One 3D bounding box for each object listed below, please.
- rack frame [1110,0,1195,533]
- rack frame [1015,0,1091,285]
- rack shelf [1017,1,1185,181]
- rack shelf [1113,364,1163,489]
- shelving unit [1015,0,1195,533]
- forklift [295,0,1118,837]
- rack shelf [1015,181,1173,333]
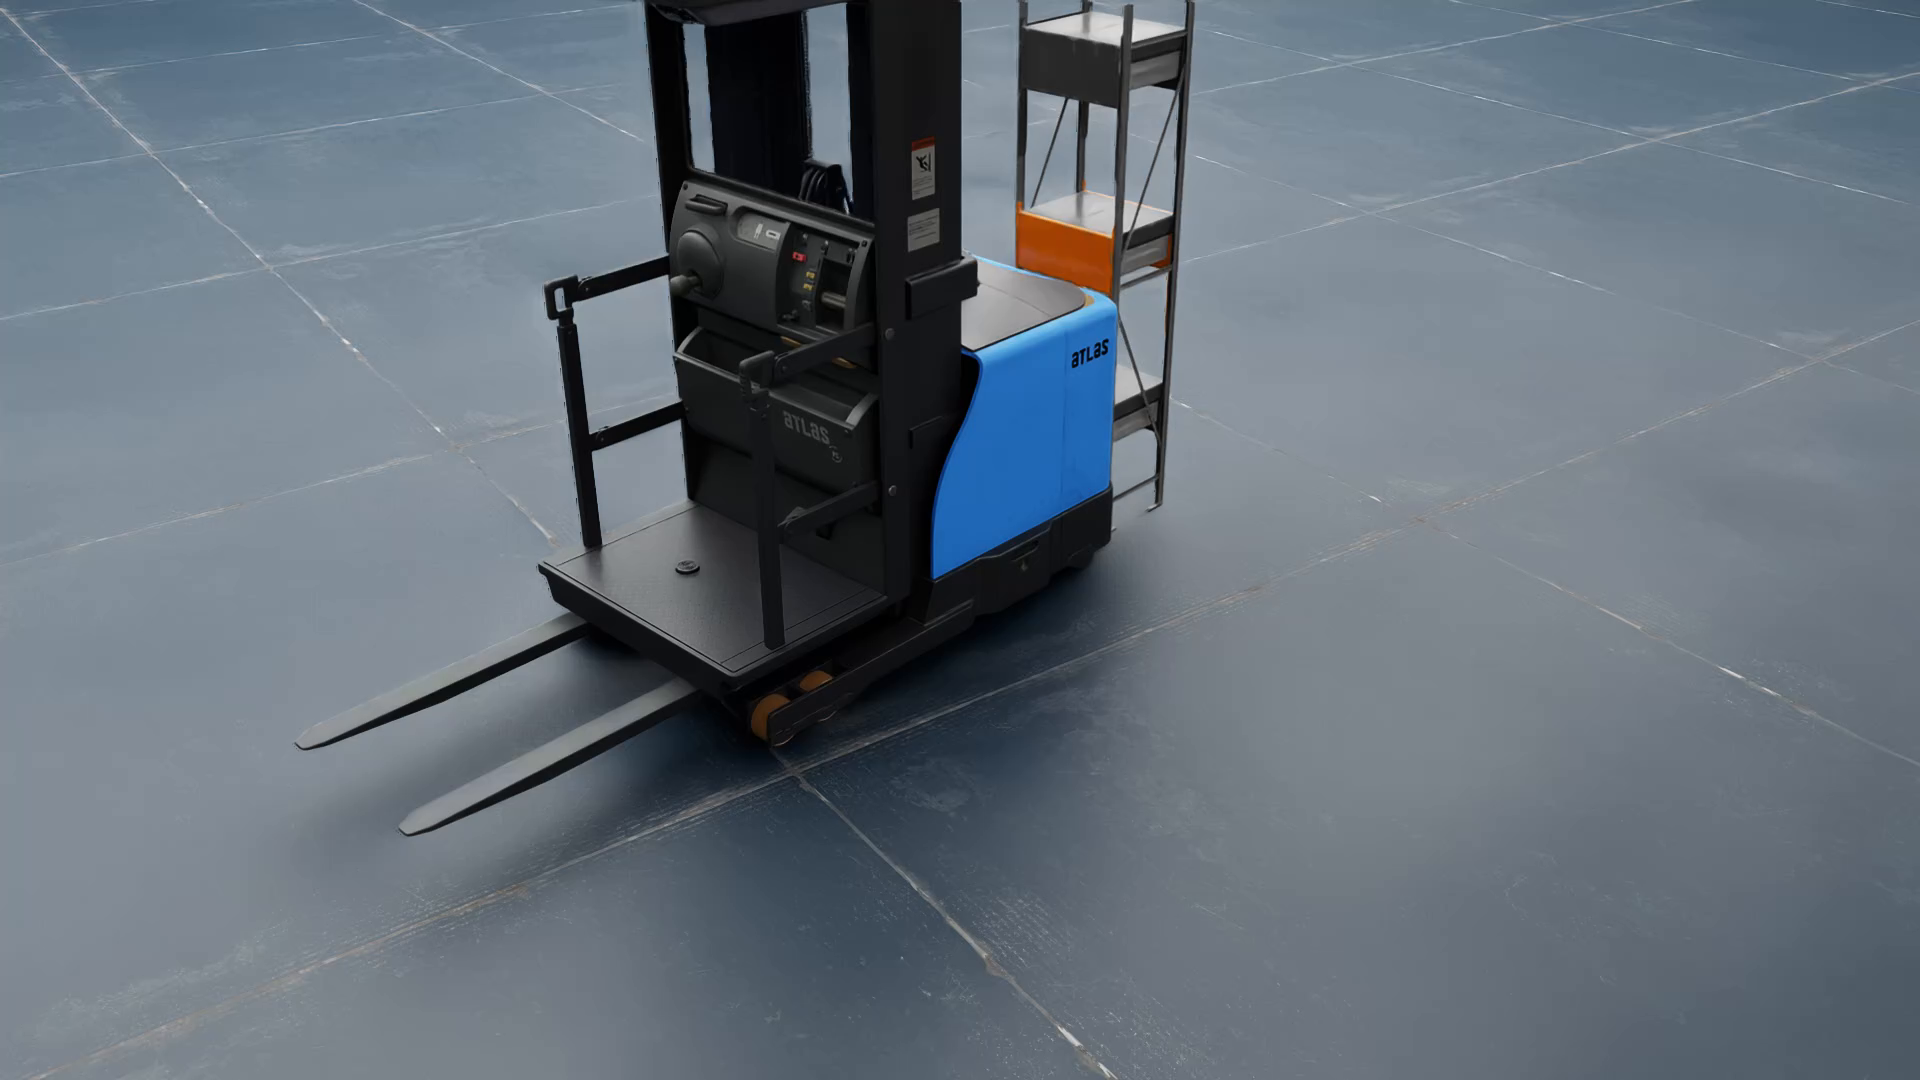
[{"bbox_3d":[0.713,-1.004,6.399,0.015,2.100,0.400,24,37,37],"label":"rack frame"},{"bbox_3d":[0.358,-1.164,6.693,0.015,2.100,0.400,24,37,37],"label":"rack frame"},{"bbox_3d":[0.536,-1.687,6.219,0.480,0.518,0.431,24,37,37],"label":"rack shelf"},{"bbox_3d":[0.536,-0.457,6.887,0.480,0.518,0.431,24,37,37],"label":"rack shelf"},{"bbox_3d":[0.536,-1.084,6.546,0.503,2.100,0.431,24,37,37],"label":"shelving unit"},{"bbox_3d":[-0.776,-0.885,5.308,1.130,2.935,3.031,24,37,37],"label":"forklift"},{"bbox_3d":[0.536,-1.072,6.553,0.480,0.518,0.431,24,37,37],"label":"rack shelf"}]
